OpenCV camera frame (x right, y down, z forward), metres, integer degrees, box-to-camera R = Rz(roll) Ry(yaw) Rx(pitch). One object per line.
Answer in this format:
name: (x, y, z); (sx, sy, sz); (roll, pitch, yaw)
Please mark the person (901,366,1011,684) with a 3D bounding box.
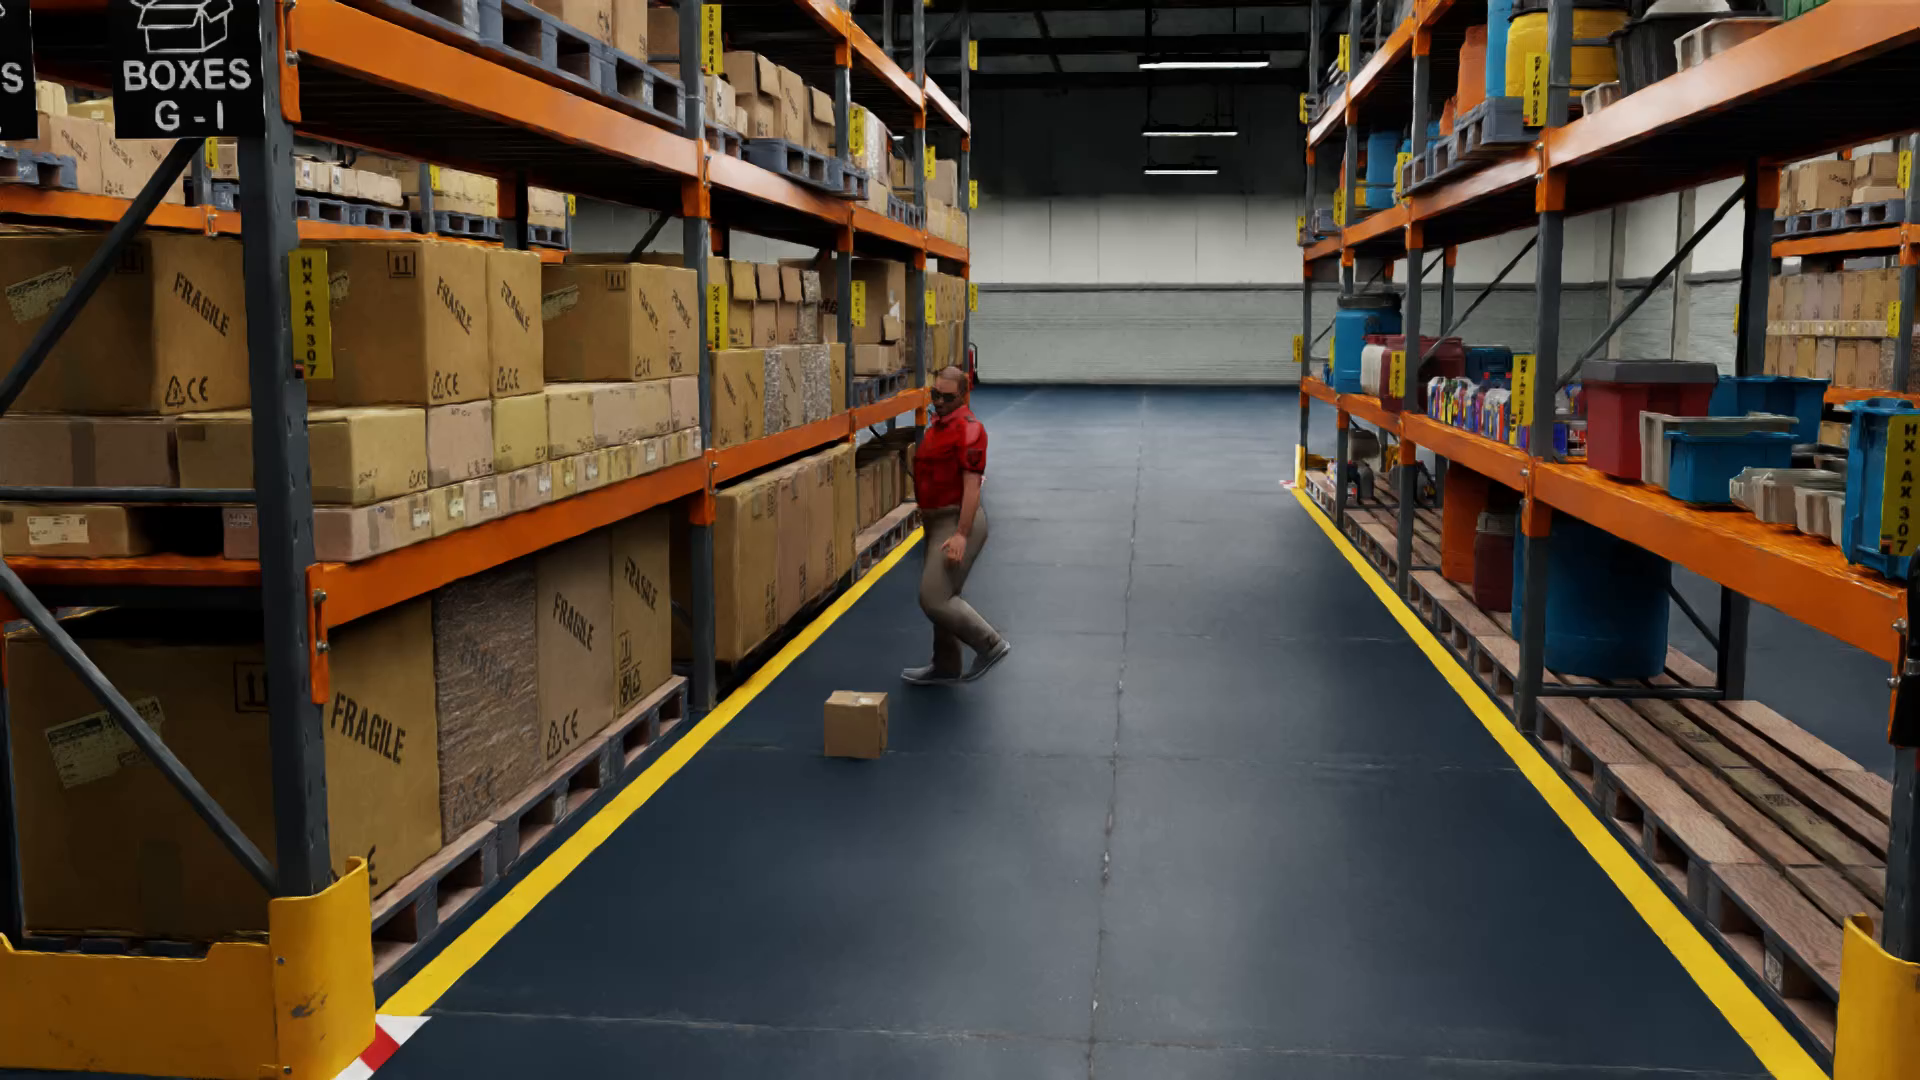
person: (-0.009, -0.054, 8.697); (0.513, 1.707, 0.630); (-2, 8, -18)
